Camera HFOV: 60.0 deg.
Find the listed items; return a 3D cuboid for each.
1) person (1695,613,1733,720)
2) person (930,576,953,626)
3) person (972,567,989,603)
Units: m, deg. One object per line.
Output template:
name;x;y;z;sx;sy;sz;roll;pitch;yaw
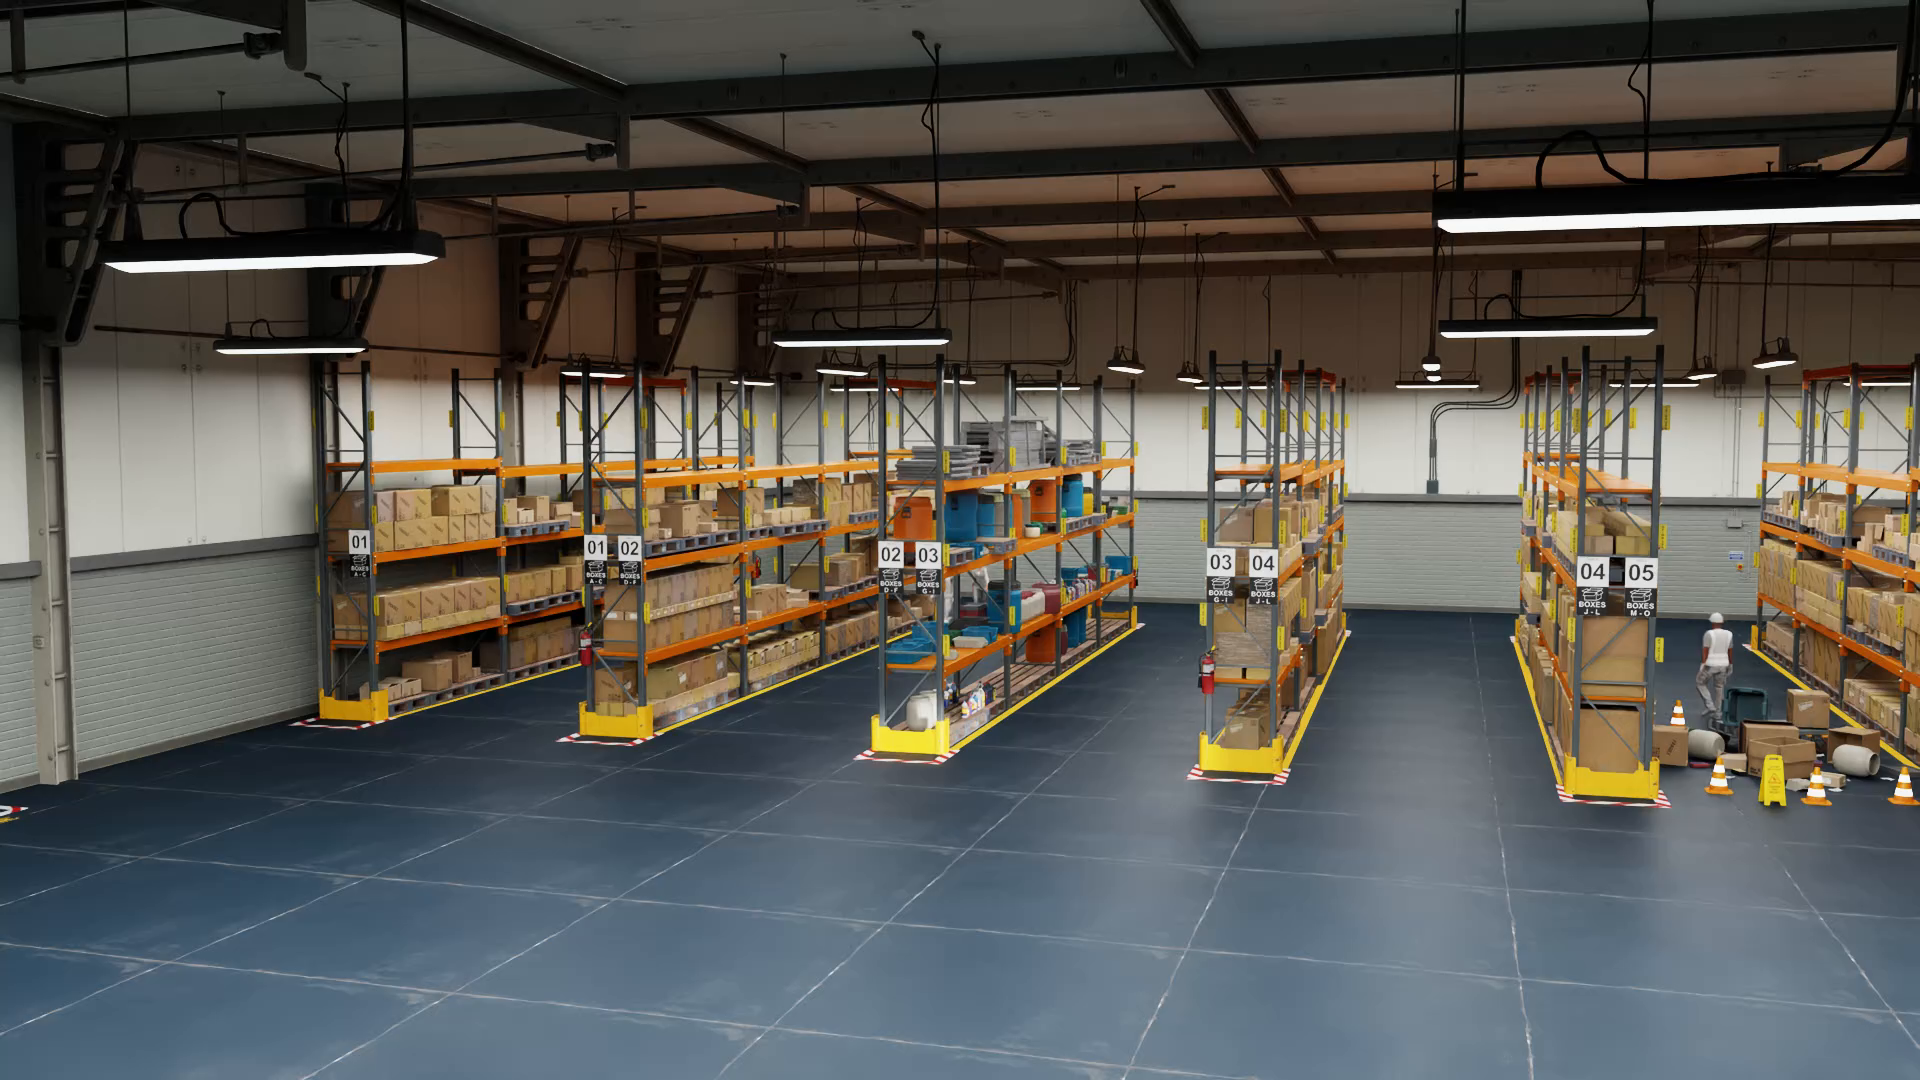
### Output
person;12.698;2.116;27.925;0.609;1.786;0.463;-1;4;-10
person;-0.397;1.342;38.806;0.555;1.725;1.068;1;4;19
person;0.509;1.217;41.991;0.446;1.534;1.009;1;4;7
